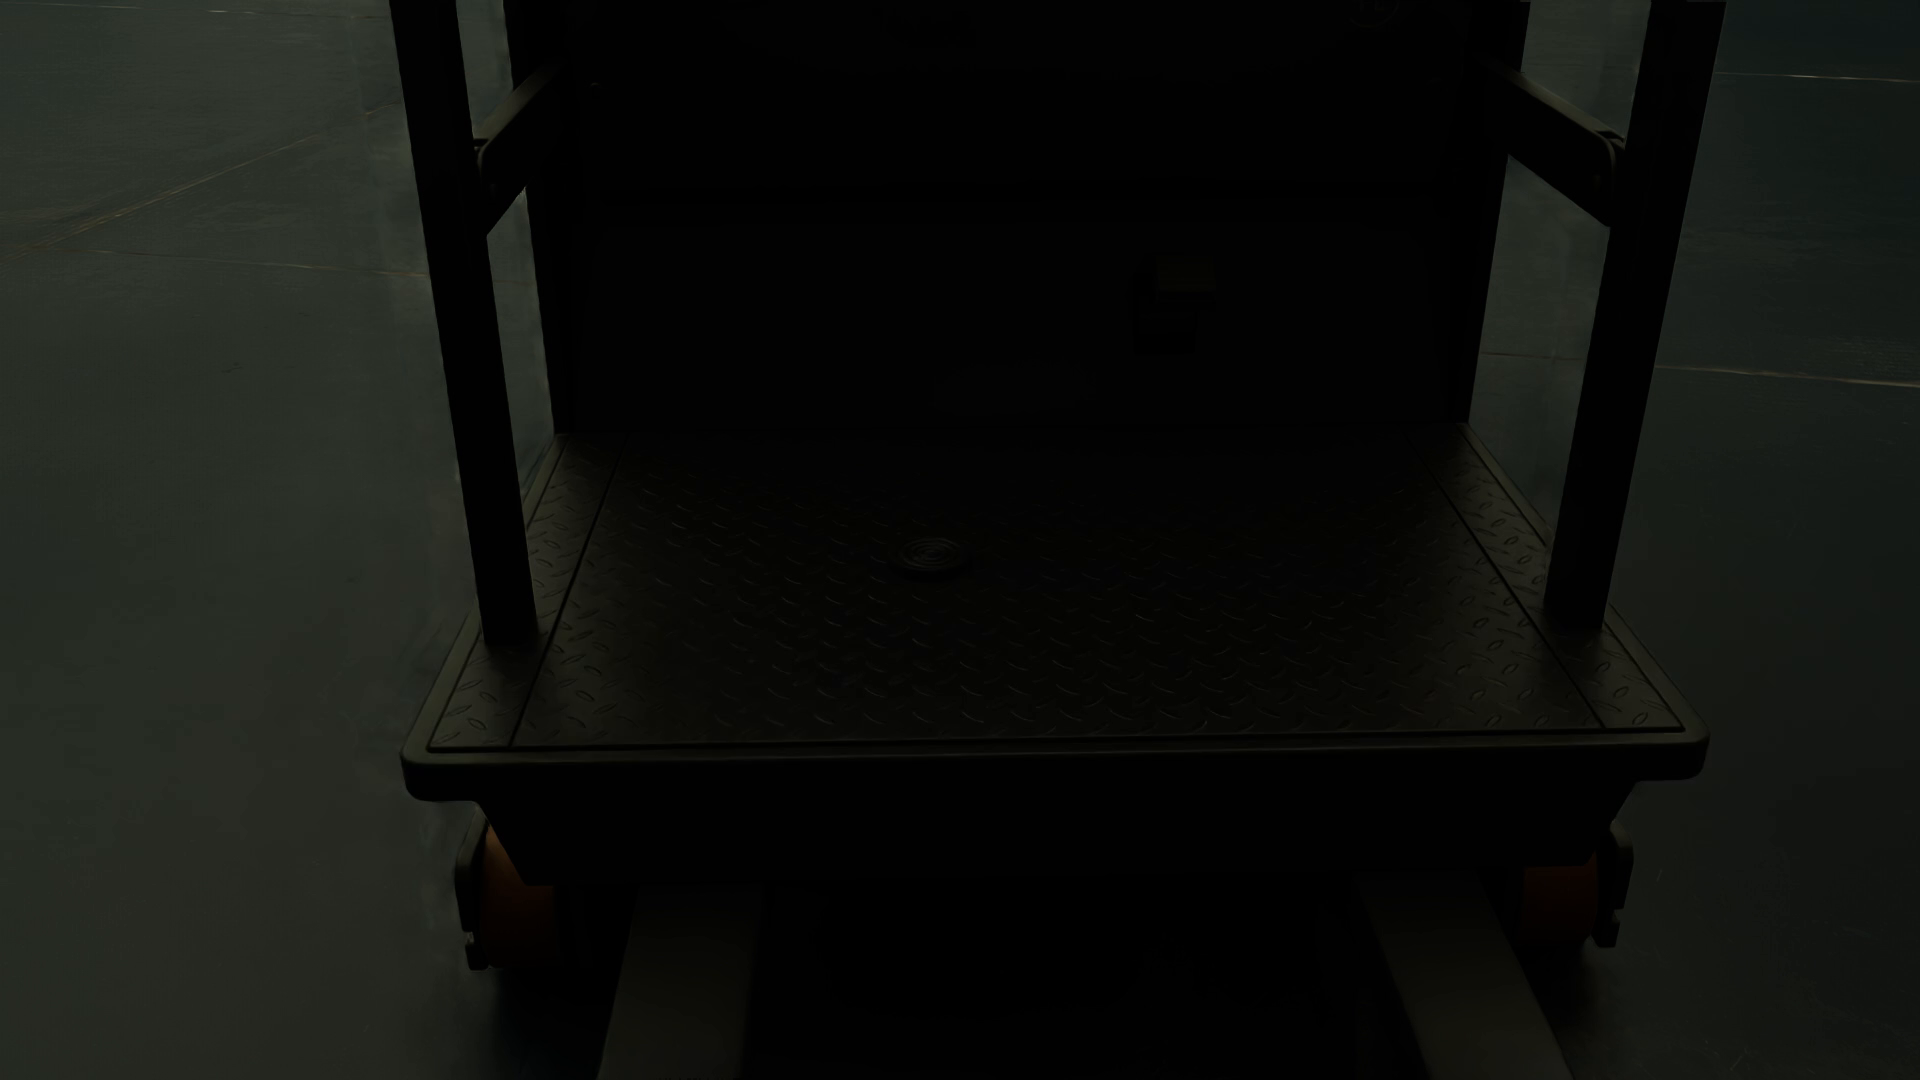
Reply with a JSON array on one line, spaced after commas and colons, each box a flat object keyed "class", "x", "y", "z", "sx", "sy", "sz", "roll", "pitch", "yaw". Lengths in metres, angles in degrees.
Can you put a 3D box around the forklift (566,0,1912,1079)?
[{"class": "forklift", "x": 0.180, "y": -1.034, "z": 1.296, "sx": 1.130, "sy": 2.935, "sz": 3.031, "roll": -5, "pitch": 27, "yaw": -10}]
